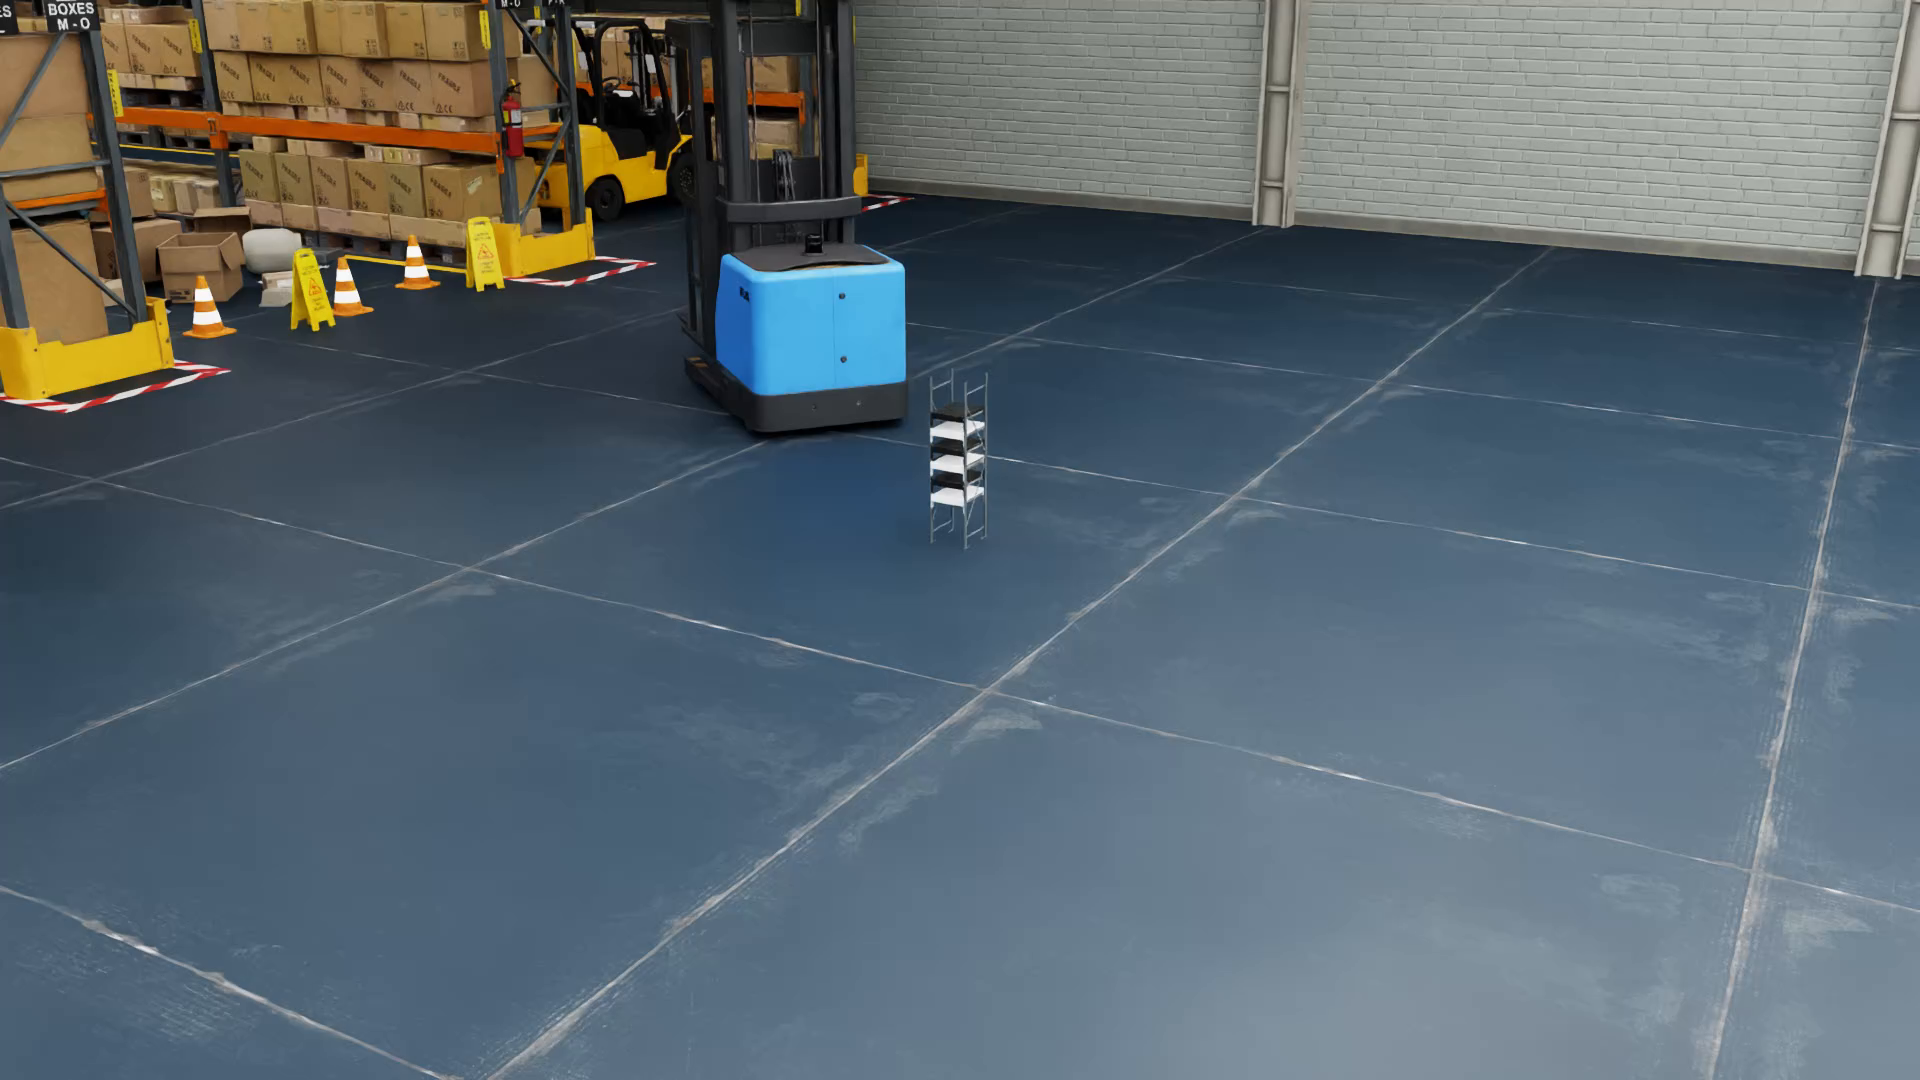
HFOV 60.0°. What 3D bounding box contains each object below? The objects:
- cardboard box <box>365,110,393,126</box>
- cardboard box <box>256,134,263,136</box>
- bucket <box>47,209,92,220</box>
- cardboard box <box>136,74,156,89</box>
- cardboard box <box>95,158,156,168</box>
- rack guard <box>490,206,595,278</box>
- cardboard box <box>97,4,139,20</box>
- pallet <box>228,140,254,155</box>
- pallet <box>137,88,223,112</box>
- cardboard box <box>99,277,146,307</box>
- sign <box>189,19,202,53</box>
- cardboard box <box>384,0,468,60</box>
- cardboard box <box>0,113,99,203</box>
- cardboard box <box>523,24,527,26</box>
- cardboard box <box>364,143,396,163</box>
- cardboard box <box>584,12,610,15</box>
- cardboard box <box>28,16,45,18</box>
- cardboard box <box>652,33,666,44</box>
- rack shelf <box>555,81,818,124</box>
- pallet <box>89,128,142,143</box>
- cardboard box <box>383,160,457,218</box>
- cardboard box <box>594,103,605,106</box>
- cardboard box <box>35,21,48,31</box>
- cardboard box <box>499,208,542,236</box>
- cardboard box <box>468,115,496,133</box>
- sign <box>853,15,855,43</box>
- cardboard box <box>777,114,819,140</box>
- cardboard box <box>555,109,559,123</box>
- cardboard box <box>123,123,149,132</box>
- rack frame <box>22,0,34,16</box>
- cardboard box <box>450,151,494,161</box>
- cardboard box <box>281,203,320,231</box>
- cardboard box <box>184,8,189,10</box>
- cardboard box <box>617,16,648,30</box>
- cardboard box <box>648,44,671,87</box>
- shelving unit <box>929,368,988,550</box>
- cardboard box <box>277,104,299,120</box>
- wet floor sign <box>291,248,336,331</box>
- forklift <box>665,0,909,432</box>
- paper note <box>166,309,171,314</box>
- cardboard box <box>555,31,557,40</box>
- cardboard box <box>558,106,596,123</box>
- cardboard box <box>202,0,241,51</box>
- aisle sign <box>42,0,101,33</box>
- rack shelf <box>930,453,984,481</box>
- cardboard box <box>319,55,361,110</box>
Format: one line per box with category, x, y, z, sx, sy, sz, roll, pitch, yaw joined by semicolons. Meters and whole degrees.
cardboard box;-5.572;-4.140;16.249;0.250;0.149;0.380;11;22;27
cardboard box;-9.921;-6.078;24.272;0.500;0.500;0.500;12;23;30
bucket;-8.565;-3.082;15.535;0.726;0.611;0.620;-16;16;-38
cardboard box;-8.530;-4.897;17.720;0.250;0.149;0.380;10;22;26
cardboard box;-9.838;-4.143;19.126;0.625;0.372;0.950;10;22;26
rack guard;-4.057;-2.906;16.142;0.348;0.500;1.175;11;23;27
cardboard box;-9.409;-5.900;18.580;0.250;0.149;0.380;10;22;25
pallet;-10.251;-5.905;24.833;1.213;0.211;1.003;11;23;27
pallet;-8.079;-4.814;18.017;1.213;0.211;1.003;11;23;27
cardboard box;-7.409;-2.220;14.596;0.258;0.266;0.396;16;25;36
sign;-7.750;-5.112;16.860;0.005;0.325;0.100;11;23;27
cardboard box;-4.981;-4.831;15.736;0.500;0.500;0.700;11;23;28
cardboard box;-6.662;-2.696;11.680;0.550;0.550;0.875;11;23;27
cardboard box;-5.706;-6.592;21.541;0.250;0.149;0.380;10;22;27
cardboard box;-5.617;-3.814;16.346;0.250;0.149;0.380;12;23;30
cardboard box;-4.639;-6.740;21.514;0.250;0.149;0.380;11;23;27
cardboard box;-10.442;-5.790;19.229;0.500;0.500;0.500;10;22;26
cardboard box;-3.575;-6.169;20.375;0.250;0.149;0.380;10;22;26
rack shelf;-3.319;-5.541;20.796;4.000;0.370;1.077;11;23;27
pallet;-13.717;-6.548;26.608;1.213;0.211;1.003;11;23;27
cardboard box;-5.274;-3.467;16.340;0.500;0.500;0.500;12;23;29
cardboard box;-4.541;-5.562;21.750;0.500;0.250;0.500;11;23;28
cardboard box;-9.769;-5.468;18.342;0.500;0.500;0.500;11;23;28
cardboard box;-4.560;-3.189;16.675;0.500;0.250;0.500;11;22;27
cardboard box;-4.421;-3.949;15.720;0.250;0.149;0.380;12;23;29
sign;-1.297;-6.155;20.048;0.005;0.325;0.100;11;23;27
cardboard box;-1.900;-5.058;20.359;0.500;0.250;0.500;10;22;26
cardboard box;-5.526;-5.376;22.154;0.625;0.625;0.875;12;23;30
cardboard box;-12.679;-6.404;25.687;0.250;0.149;0.380;10;22;26
rack frame;-15.541;-8.207;27.092;0.127;3.000;1.000;11;23;27
cardboard box;-5.039;-3.631;16.794;0.500;0.500;0.500;10;22;25
cardboard box;-6.627;-3.374;17.185;0.500;0.250;0.500;12;23;30
cardboard box;-11.736;-7.639;24.764;0.500;0.500;0.700;11;23;29
cardboard box;-4.018;-6.397;20.568;0.250;0.149;0.380;10;22;26
cardboard box;-3.471;-5.852;20.451;0.500;0.500;0.500;11;23;28
shelving unit;-0.007;-0.424;8.715;0.210;0.900;0.258;11;23;27
cardboard box;-6.672;-4.354;16.838;0.250;0.149;0.380;12;23;29
wet floor sign;-5.325;-2.056;13.586;0.232;0.644;0.267;7;21;18
forklift;-1.356;-2.526;11.531;1.130;2.935;3.031;-8;21;-21
paper note;-6.821;-1.940;14.172;0.144;0.017;0.142;-16;26;-38
cardboard box;-4.915;-6.432;21.101;0.250;0.149;0.380;10;22;26
cardboard box;-4.796;-5.413;21.338;0.500;0.250;0.500;10;22;26
cardboard box;-7.204;-5.252;16.897;0.500;0.500;0.700;11;22;27
aisle sign;-6.108;-3.877;11.343;0.004;0.787;0.394;11;23;27
rack shelf;-0.007;-0.393;8.727;0.200;0.077;0.258;11;23;27
cardboard box;-5.902;-4.522;16.350;0.500;0.500;0.500;11;23;28
